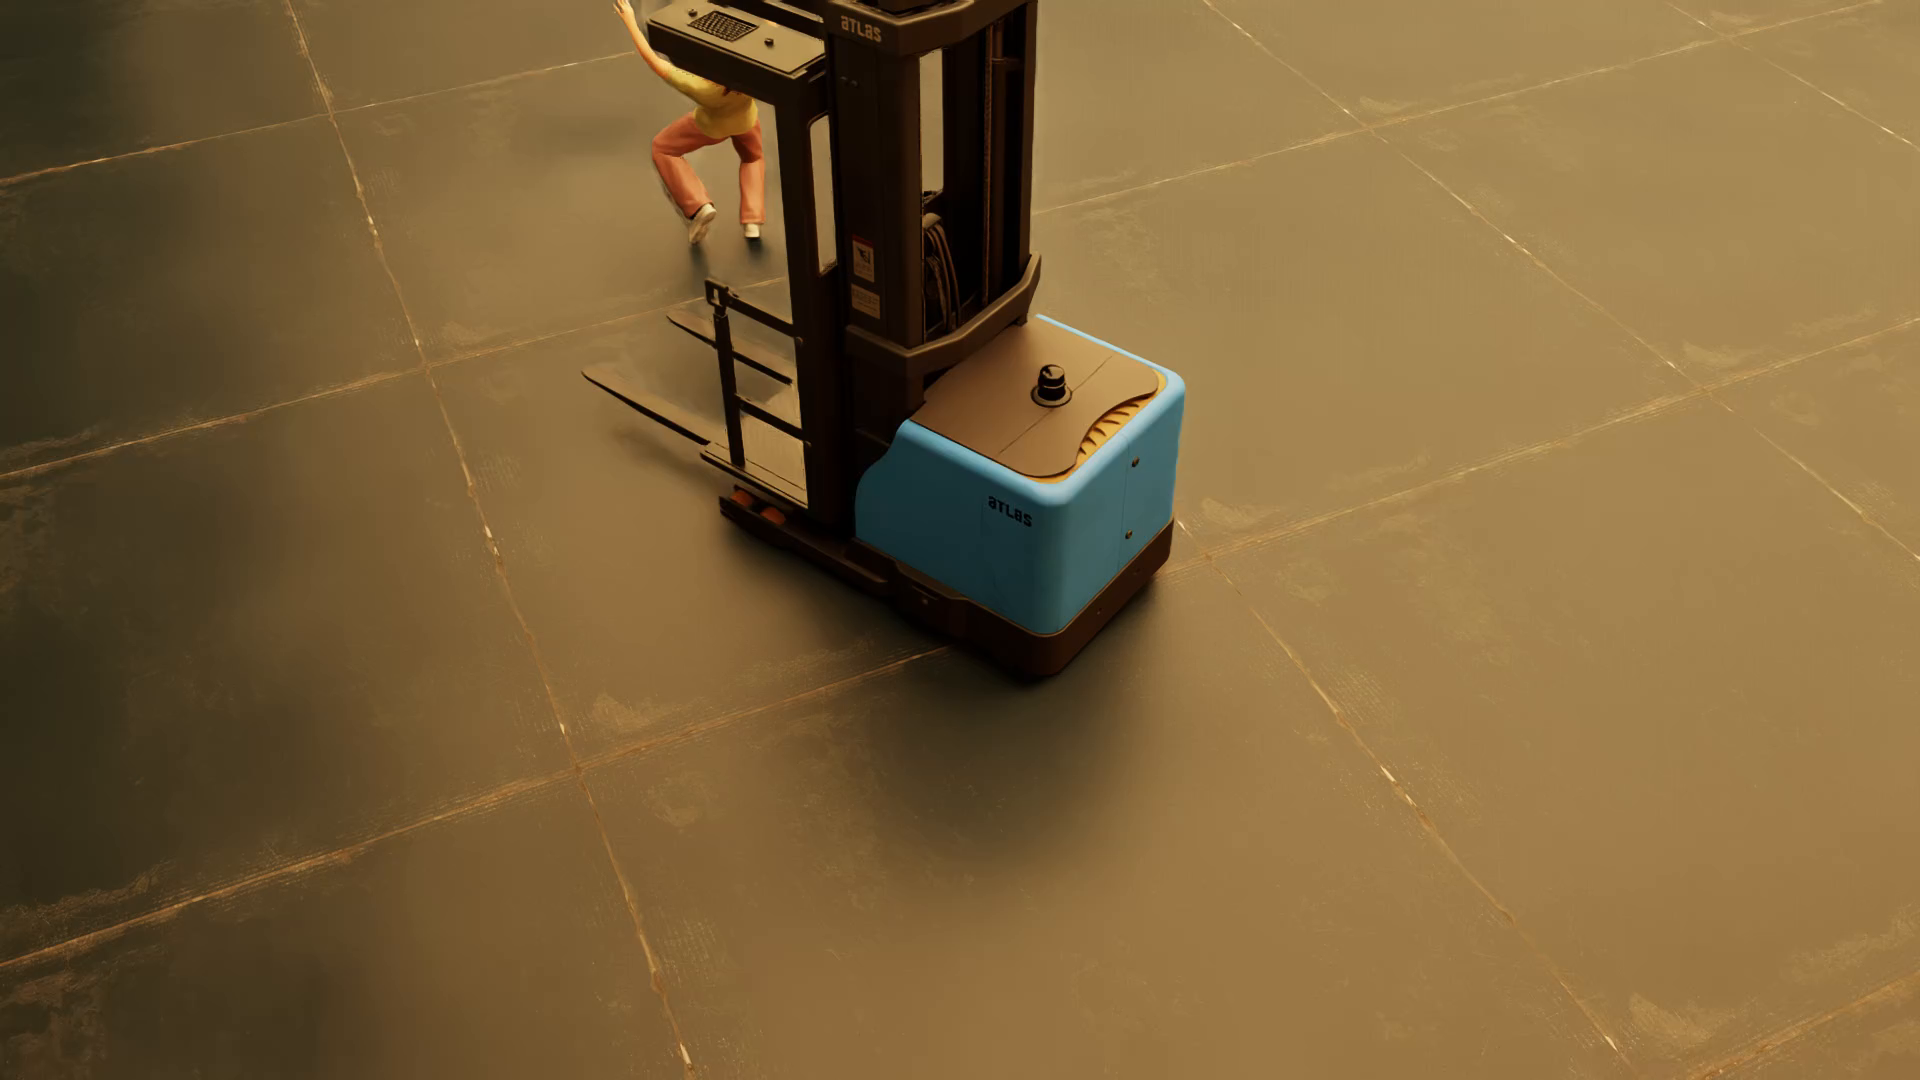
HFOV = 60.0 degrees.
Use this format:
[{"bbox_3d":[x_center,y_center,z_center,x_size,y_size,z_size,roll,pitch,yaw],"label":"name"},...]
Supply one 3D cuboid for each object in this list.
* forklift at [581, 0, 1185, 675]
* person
[{"bbox_3d":[-0.514,-1.321,7.095,3.031,2.935,1.130,27,50,26],"label":"forklift"},{"bbox_3d":[-1.385,-2.325,9.202,0.862,1.530,0.728,-15,45,-16],"label":"person"}]
